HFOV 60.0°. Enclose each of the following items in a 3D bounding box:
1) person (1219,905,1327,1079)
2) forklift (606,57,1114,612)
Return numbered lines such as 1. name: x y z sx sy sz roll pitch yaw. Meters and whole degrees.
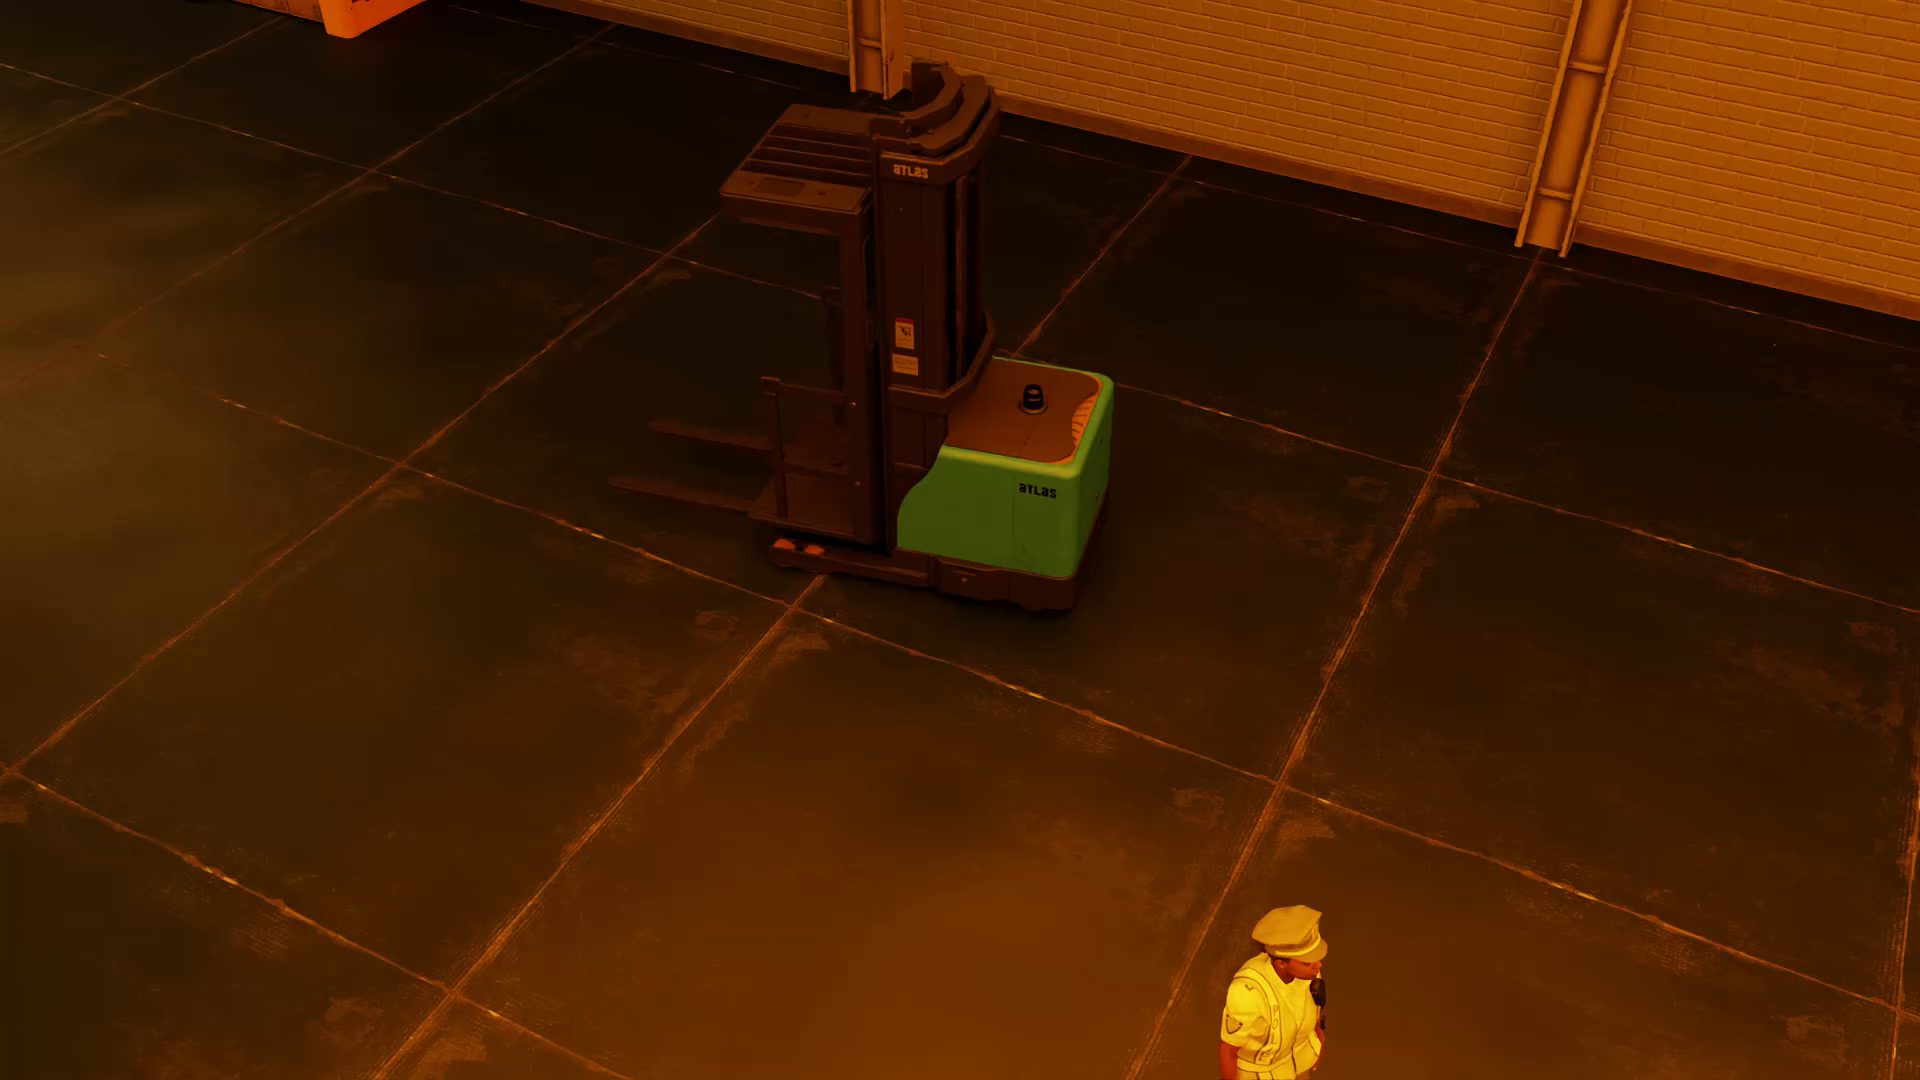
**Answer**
1. person: 1.245 2.092 6.450 0.569 1.695 0.530 -29 48 -30
2. forklift: -0.658 -1.239 9.457 3.031 2.935 1.130 11 41 12
